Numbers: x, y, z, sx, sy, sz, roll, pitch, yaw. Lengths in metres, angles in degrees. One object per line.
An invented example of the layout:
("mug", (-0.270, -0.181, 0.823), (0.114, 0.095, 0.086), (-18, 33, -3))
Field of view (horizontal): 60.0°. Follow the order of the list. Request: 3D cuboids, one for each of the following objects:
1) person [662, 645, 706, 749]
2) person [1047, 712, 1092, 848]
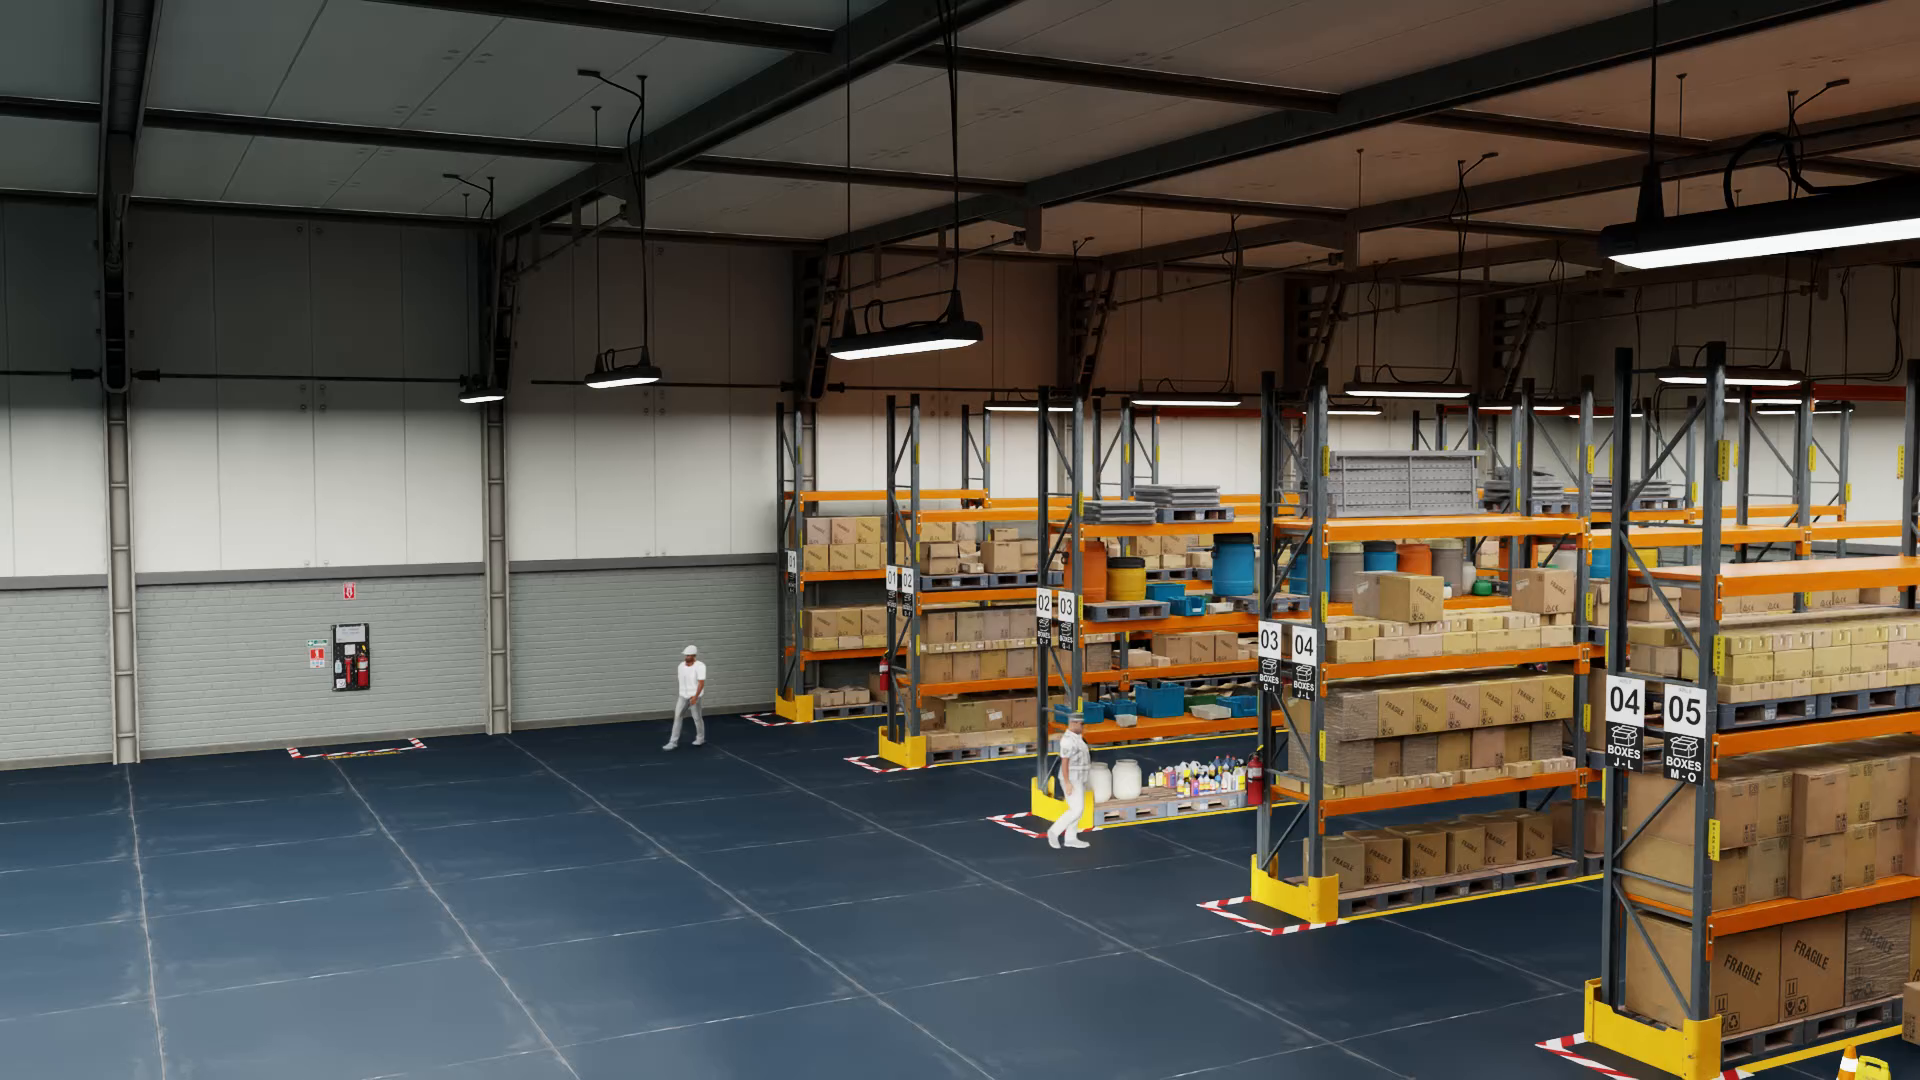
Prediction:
("person", (-4.641, 2.668, 28.379), (0.590, 1.734, 0.843), (1, 3, 21))
("person", (1.403, 3.089, 21.374), (0.515, 1.742, 0.647), (1, 3, 18))
